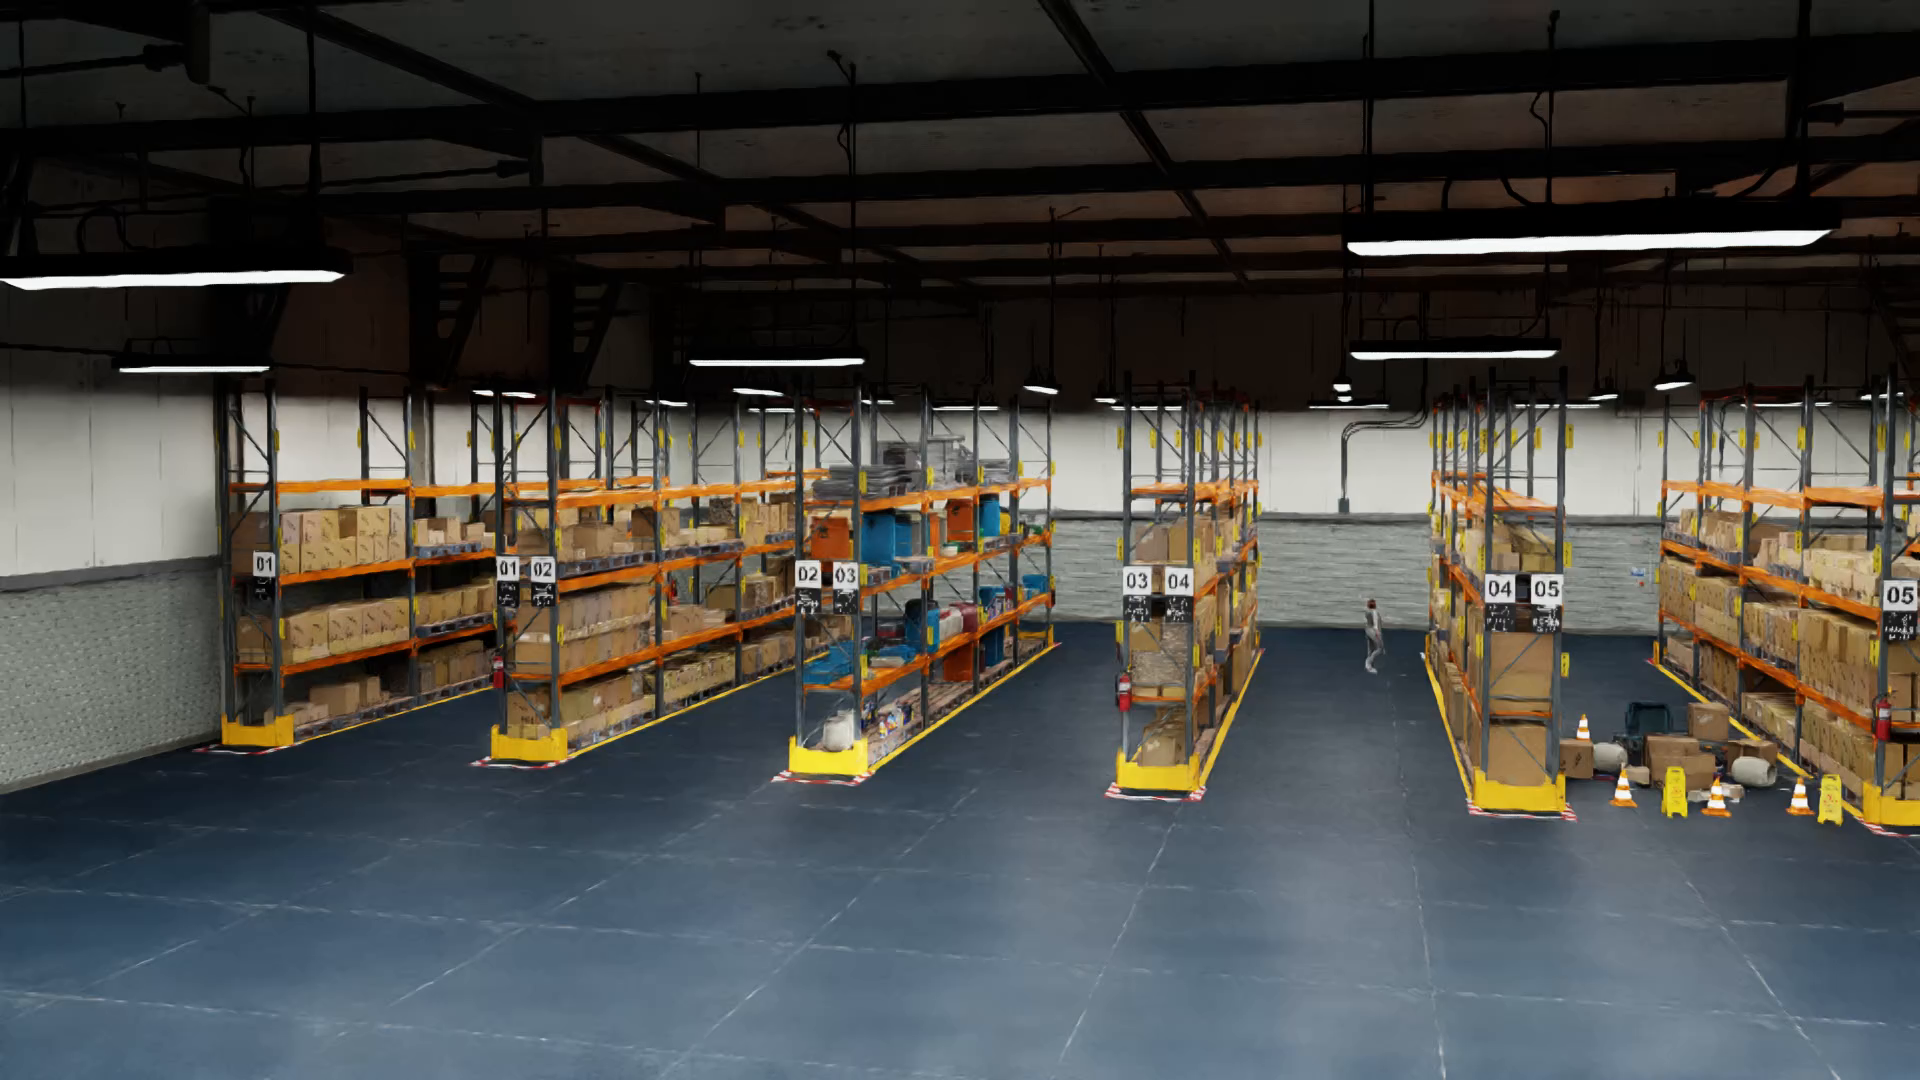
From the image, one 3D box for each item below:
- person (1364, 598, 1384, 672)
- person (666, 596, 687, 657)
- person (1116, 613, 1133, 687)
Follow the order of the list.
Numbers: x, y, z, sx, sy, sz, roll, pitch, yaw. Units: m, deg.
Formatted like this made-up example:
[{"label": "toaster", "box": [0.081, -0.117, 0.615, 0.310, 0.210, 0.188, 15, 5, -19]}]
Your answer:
[{"label": "person", "box": [8.881, 2.055, 35.838, 0.407, 1.594, 0.459, -1, 4, -18]}, {"label": "person", "box": [-6.070, 2.031, 35.717, 0.677, 1.674, 0.534, 1, 3, 11]}, {"label": "person", "box": [3.326, 2.204, 33.023, 0.457, 1.586, 1.075, 1, 4, 16]}]
